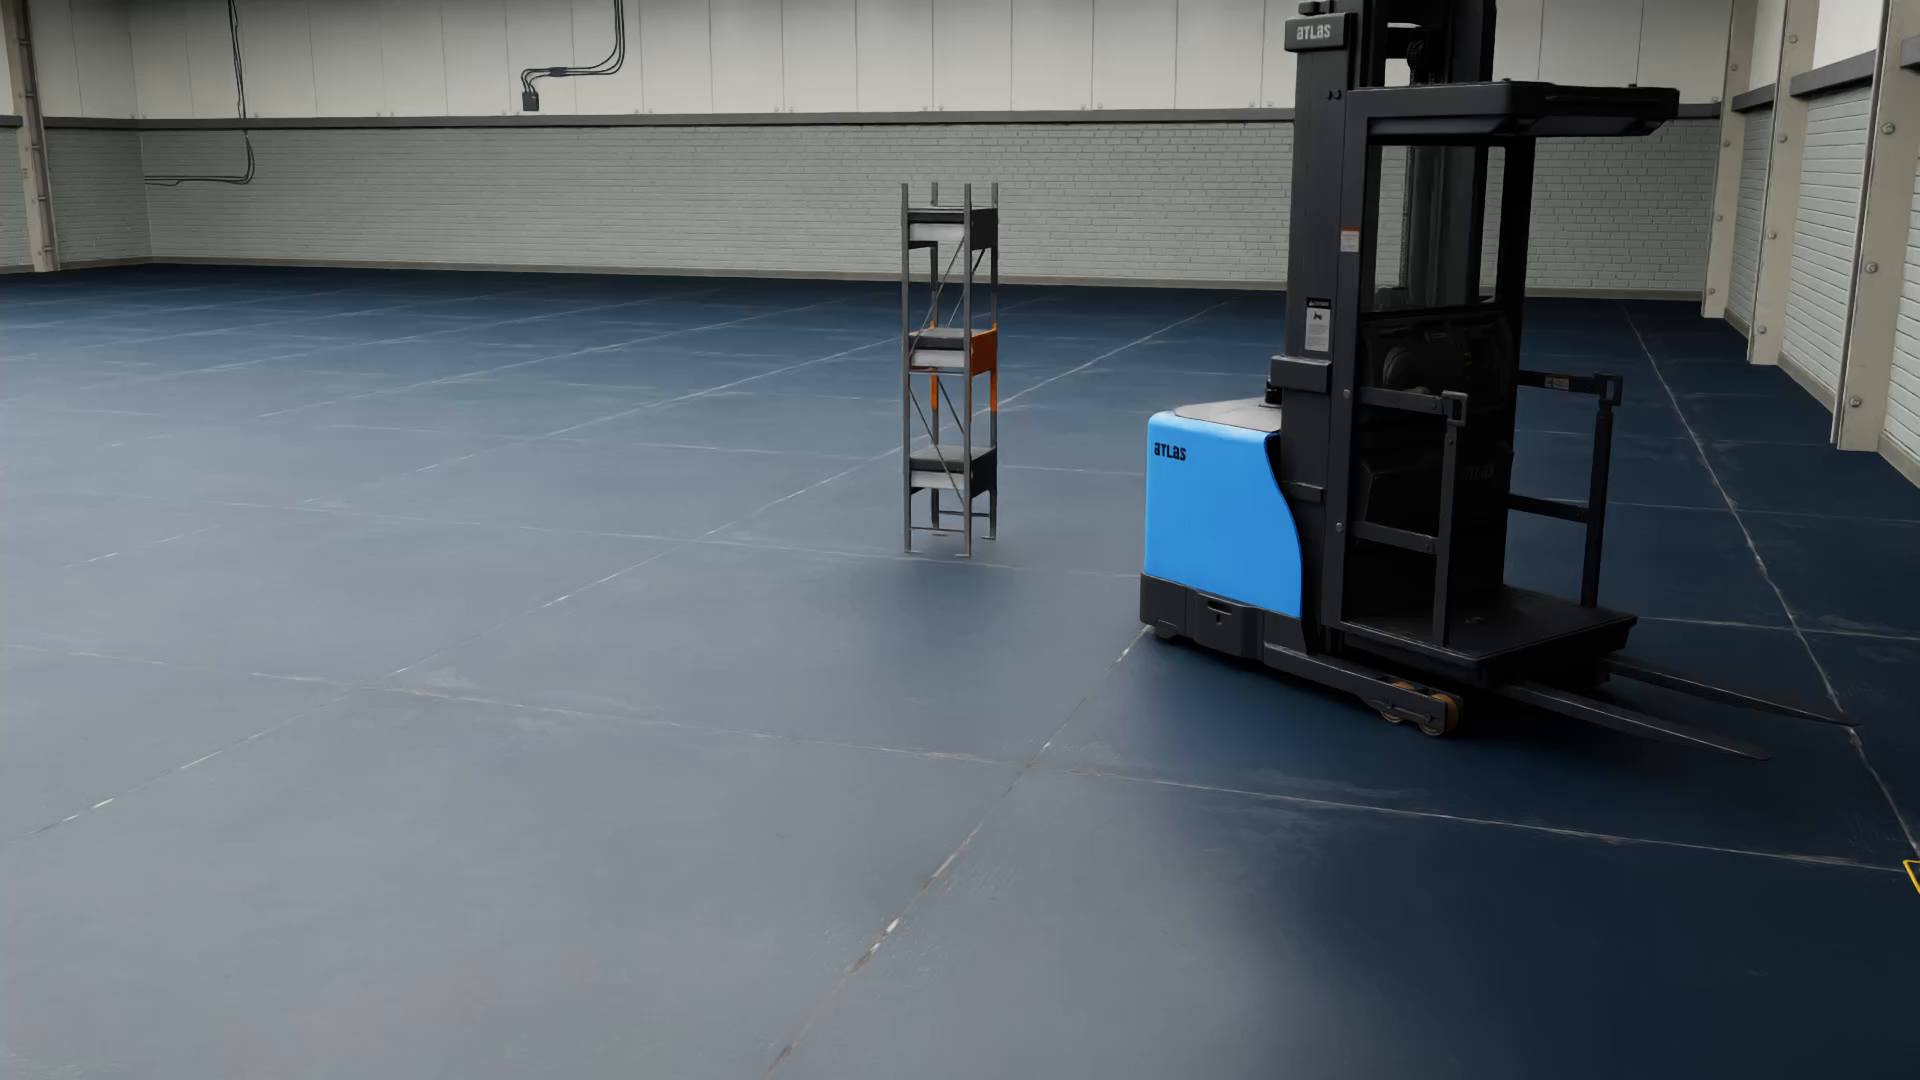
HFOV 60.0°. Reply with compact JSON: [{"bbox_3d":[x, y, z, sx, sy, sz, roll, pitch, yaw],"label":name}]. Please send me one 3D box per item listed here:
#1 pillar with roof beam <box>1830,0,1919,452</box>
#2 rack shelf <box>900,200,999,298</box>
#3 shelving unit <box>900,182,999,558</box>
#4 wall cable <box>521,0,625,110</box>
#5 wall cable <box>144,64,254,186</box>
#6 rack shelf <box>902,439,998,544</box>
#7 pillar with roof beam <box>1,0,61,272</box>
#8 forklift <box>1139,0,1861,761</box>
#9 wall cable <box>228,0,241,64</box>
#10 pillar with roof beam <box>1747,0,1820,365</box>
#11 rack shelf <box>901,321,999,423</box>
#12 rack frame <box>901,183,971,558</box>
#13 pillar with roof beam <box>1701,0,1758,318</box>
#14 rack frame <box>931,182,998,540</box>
[{"bbox_3d":[3.056,-5.439,13.593,9.100,9.000,0.400,4,14,18],"label":"pillar with roof beam"},{"bbox_3d":[-0.054,-1.658,9.449,0.431,0.518,0.480,4,14,18],"label":"rack shelf"},{"bbox_3d":[-0.054,-0.989,9.602,0.431,2.100,0.503,4,14,18],"label":"shelving unit"},{"bbox_3d":[-7.612,-11.419,32.154,2.305,6.003,0.169,4,14,18],"label":"wall cable"},{"bbox_3d":[-16.589,-8.934,35.887,3.097,2.526,0.112,4,14,18],"label":"wall cable"},{"bbox_3d":[-0.054,-0.293,9.760,0.431,0.518,0.480,4,14,18],"label":"rack shelf"},{"bbox_3d":[-14.720,-9.613,31.883,9.100,9.000,0.400,4,14,18],"label":"pillar with roof beam"},{"bbox_3d":[2.134,-0.775,6.798,1.130,2.935,3.031,-9,16,-35],"label":"forklift"},{"bbox_3d":[-14.029,-11.202,34.472,3.097,2.526,0.112,4,14,18],"label":"wall cable"},{"bbox_3d":[4.997,-6.702,19.128,9.100,9.000,0.400,4,14,18],"label":"pillar with roof beam"},{"bbox_3d":[-0.054,-0.976,9.605,0.431,0.518,0.480,4,14,18],"label":"rack shelf"},{"bbox_3d":[-0.133,-0.937,9.376,0.400,2.100,0.015,4,14,18],"label":"rack frame"},{"bbox_3d":[6.938,-7.965,24.663,9.100,9.000,0.400,4,14,18],"label":"pillar with roof beam"},{"bbox_3d":[0.025,-1.040,9.827,0.400,2.100,0.015,4,14,18],"label":"rack frame"}]
